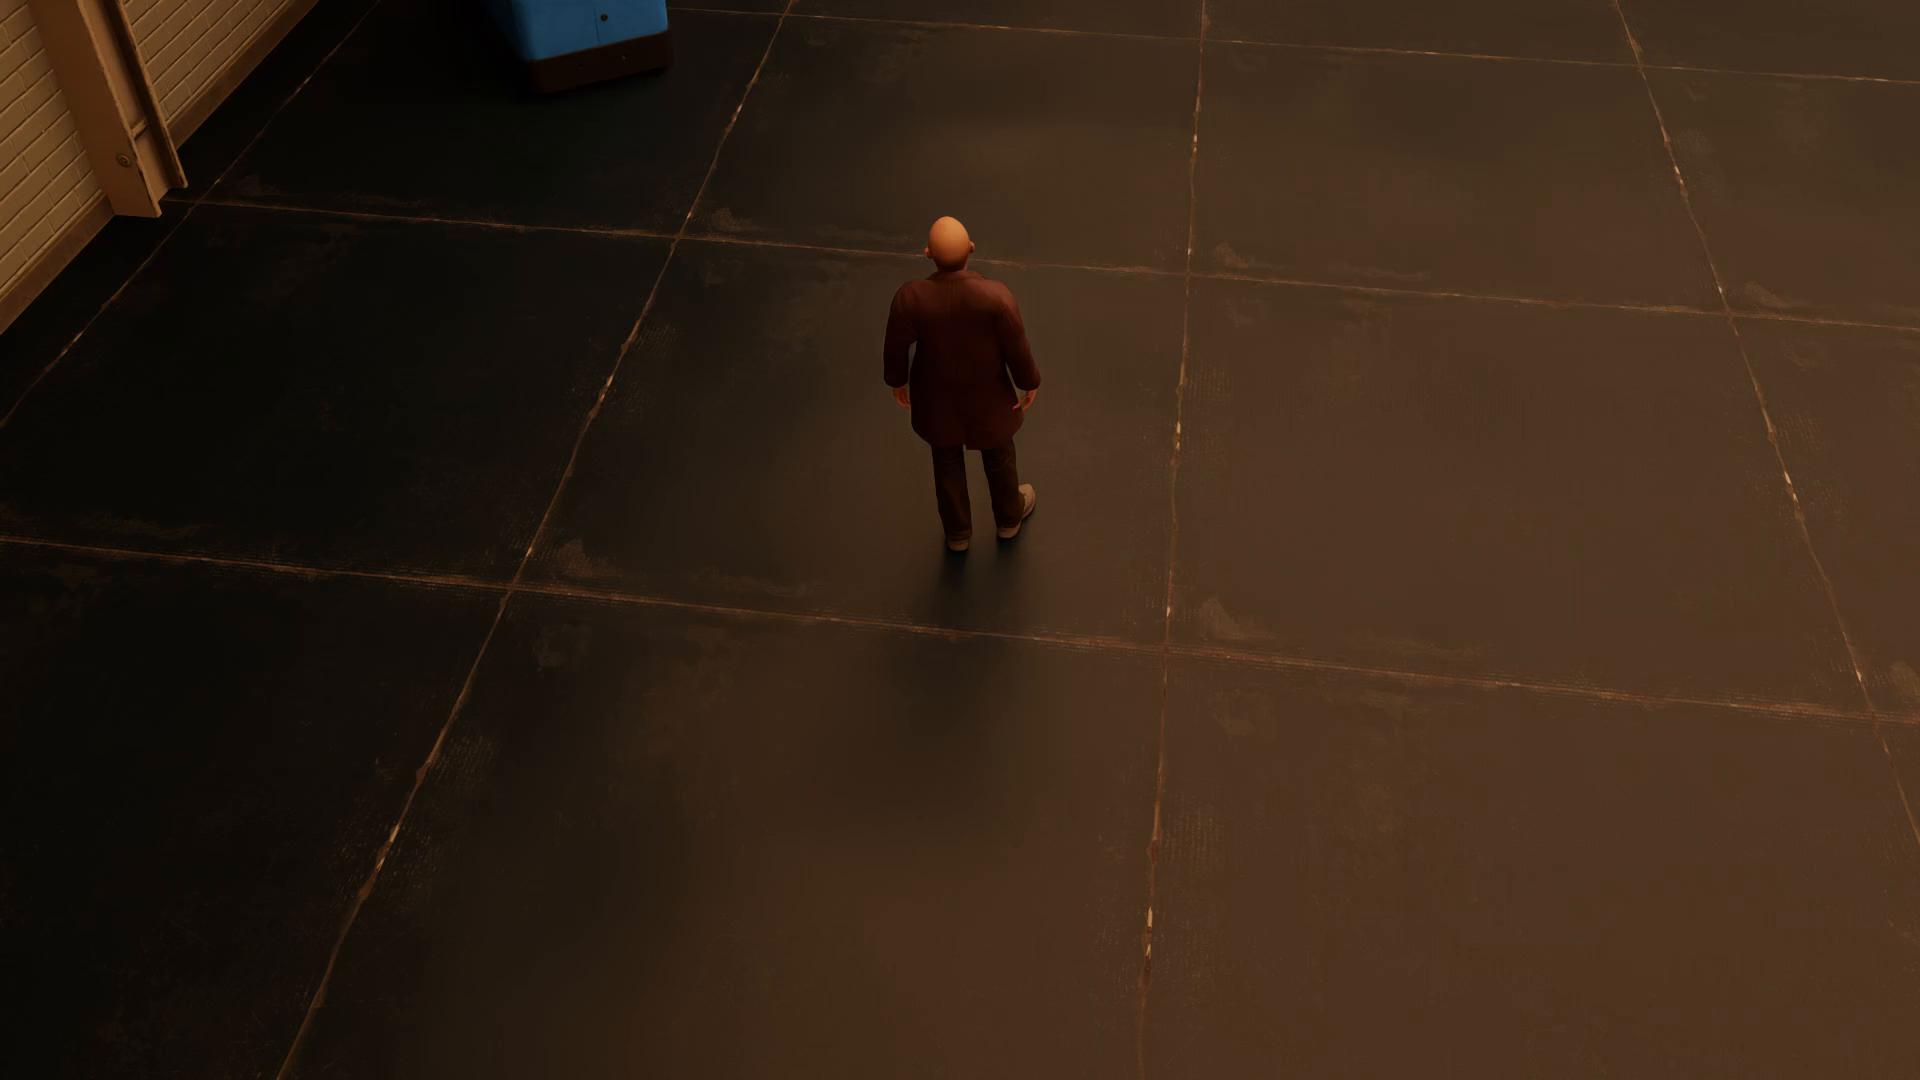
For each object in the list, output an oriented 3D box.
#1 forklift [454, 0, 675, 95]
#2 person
[{"bbox_3d":[-3.079,-5.012,11.180,1.130,2.935,3.031,-20,46,-20],"label":"forklift"},{"bbox_3d":[0.017,-0.720,7.350,0.696,1.775,0.582,5,43,6],"label":"person"}]
